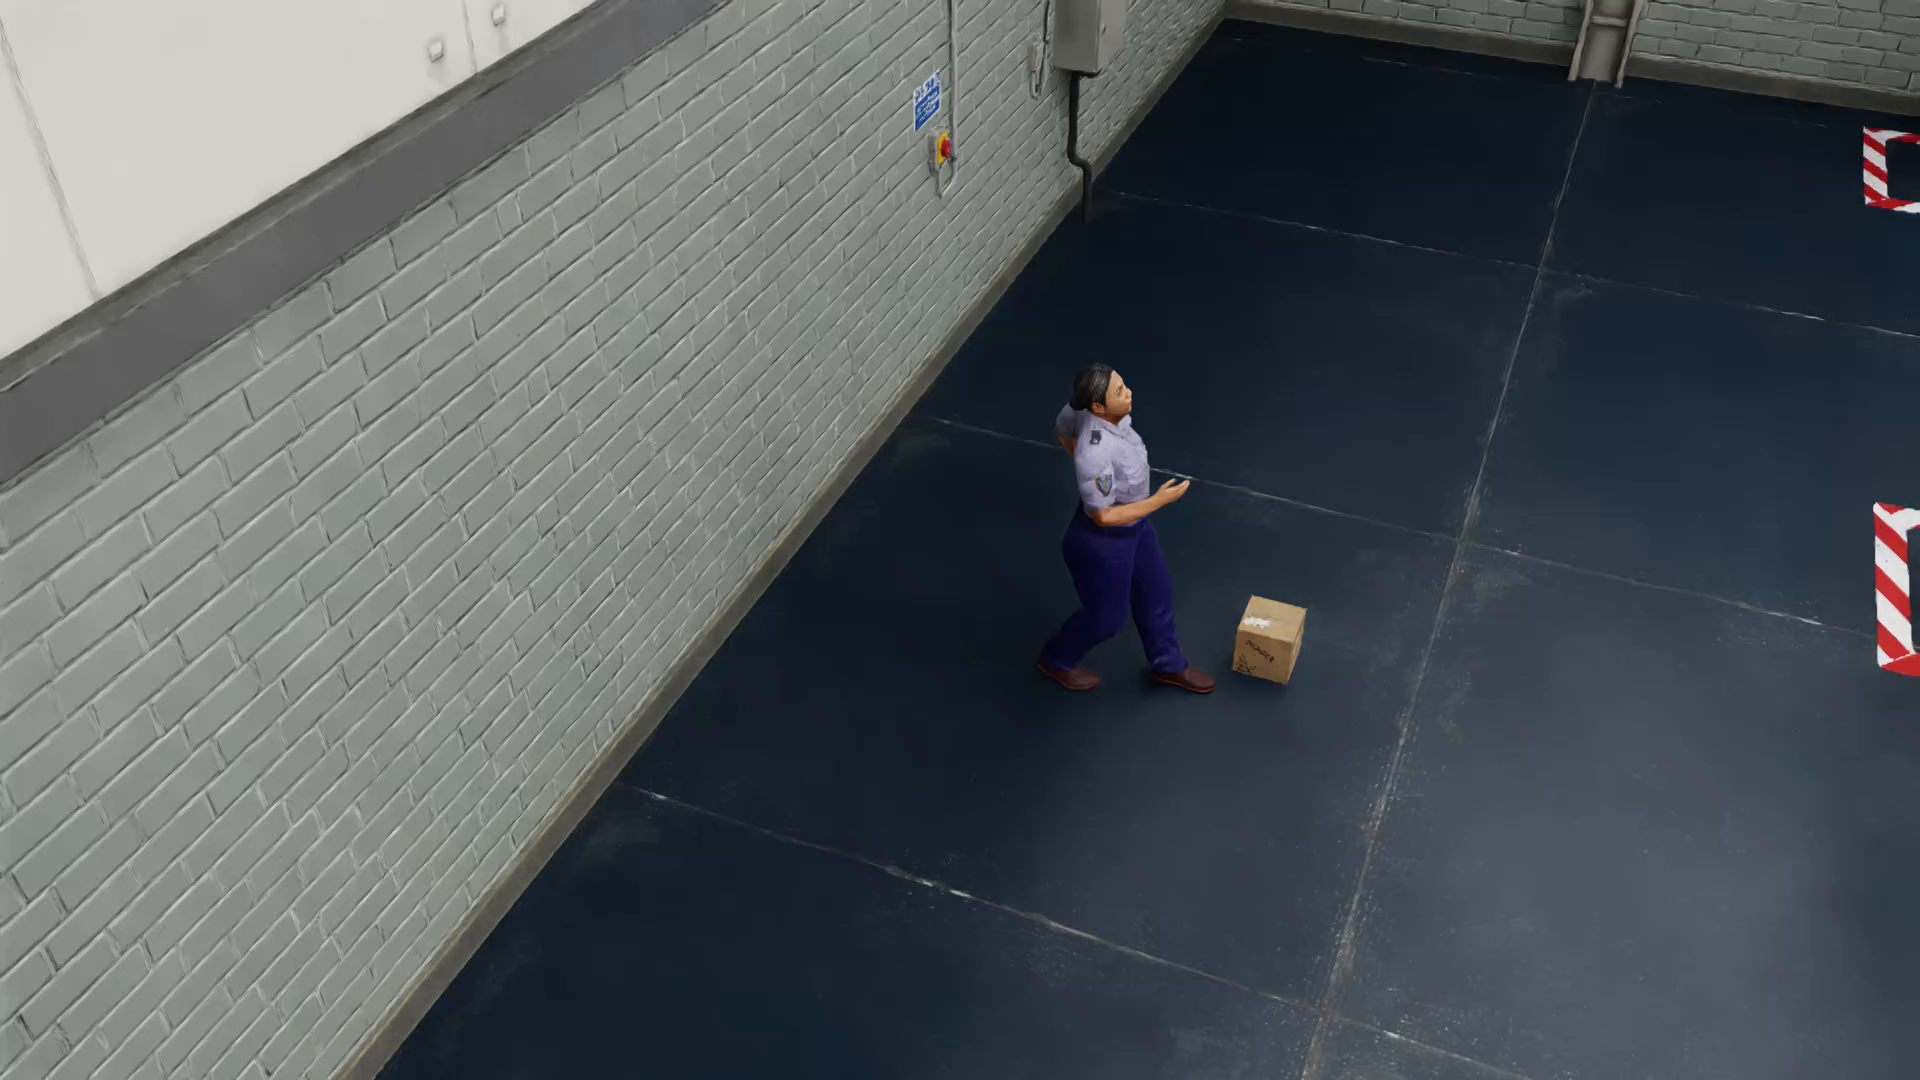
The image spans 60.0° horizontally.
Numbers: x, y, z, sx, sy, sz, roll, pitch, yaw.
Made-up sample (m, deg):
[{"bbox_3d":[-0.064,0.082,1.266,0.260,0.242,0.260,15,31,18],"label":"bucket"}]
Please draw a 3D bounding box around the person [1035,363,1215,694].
[{"bbox_3d":[0.706,0.004,6.840,0.804,1.628,0.566,11,39,14],"label":"person"}]
